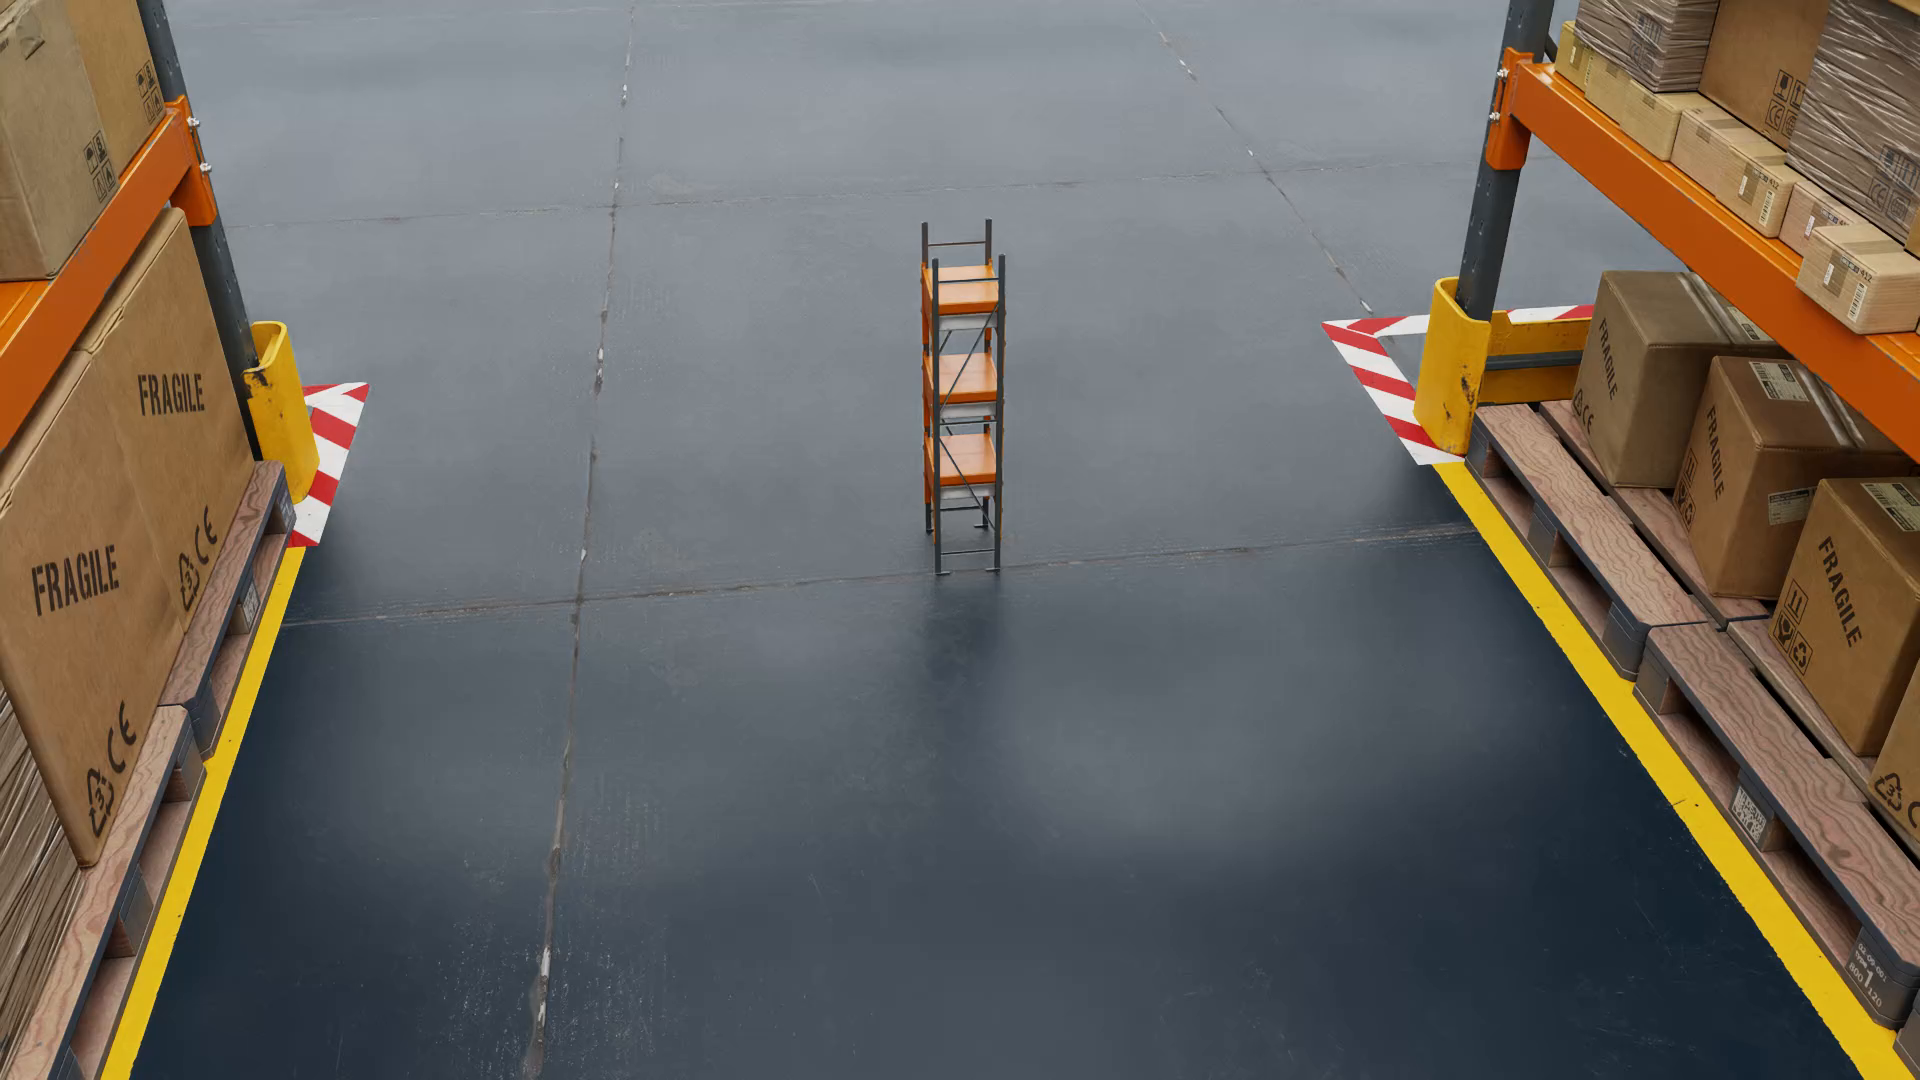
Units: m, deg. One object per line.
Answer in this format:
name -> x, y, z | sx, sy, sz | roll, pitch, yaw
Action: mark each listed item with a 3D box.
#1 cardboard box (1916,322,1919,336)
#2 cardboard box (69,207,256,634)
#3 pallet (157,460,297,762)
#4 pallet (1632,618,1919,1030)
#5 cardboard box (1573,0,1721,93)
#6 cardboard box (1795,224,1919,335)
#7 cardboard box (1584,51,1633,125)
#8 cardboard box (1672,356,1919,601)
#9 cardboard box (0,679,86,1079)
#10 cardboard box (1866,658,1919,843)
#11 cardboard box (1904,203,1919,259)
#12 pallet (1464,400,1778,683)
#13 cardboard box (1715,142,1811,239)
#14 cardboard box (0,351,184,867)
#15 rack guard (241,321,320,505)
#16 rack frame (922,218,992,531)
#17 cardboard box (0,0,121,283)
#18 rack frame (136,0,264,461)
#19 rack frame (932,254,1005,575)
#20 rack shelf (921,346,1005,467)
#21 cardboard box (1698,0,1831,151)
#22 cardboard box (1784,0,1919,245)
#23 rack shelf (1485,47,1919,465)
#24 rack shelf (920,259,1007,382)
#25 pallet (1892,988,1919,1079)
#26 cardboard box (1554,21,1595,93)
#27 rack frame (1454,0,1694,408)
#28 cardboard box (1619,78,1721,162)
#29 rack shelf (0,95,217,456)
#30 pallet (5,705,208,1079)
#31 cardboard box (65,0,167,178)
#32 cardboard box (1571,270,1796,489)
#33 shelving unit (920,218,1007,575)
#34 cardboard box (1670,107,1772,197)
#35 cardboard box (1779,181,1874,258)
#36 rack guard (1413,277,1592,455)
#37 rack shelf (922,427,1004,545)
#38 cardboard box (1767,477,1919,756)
cardboard box -> 2.267, -0.453, 3.475 | 0.380, 0.149, 0.250 | -4, 35, -6
cardboard box -> -2.578, -0.311, 4.557 | 0.875, 0.875, 0.875 | -4, 34, -6
pallet -> -2.550, 0.204, 4.764 | 1.003, 0.211, 1.213 | -4, 35, -6
pallet -> 2.439, 0.622, 4.150 | 1.003, 0.211, 1.213 | -4, 35, -6
cardboard box -> 2.241, -1.563, 4.528 | 0.875, 0.500, 0.500 | -4, 35, -6
cardboard box -> 2.102, -0.583, 3.665 | 0.380, 0.149, 0.250 | -4, 35, -6
cardboard box -> 2.011, -1.286, 4.697 | 0.380, 0.149, 0.250 | -4, 35, -6
cardboard box -> 2.376, -0.168, 4.680 | 0.500, 0.500, 0.500 | 4, 35, 6
cardboard box -> -2.337, 0.689, 3.090 | 0.875, 0.875, 0.875 | -4, 34, -6
cardboard box -> 2.472, 0.498, 3.703 | 0.500, 0.500, 0.500 | -7, 35, -11
cardboard box -> 2.507, -0.731, 3.307 | 0.875, 0.500, 0.500 | -4, 35, -6
pallet -> 2.278, -0.057, 5.147 | 1.003, 0.211, 1.213 | -4, 35, -6
cardboard box -> 2.110, -0.868, 4.083 | 0.380, 0.149, 0.250 | -4, 35, -6
cardboard box -> -2.458, 0.180, 3.836 | 0.875, 0.875, 0.875 | -5, 35, -7
rack guard -> -2.738, -0.369, 5.348 | 1.175, 0.500, 0.348 | -4, 35, -6
rack frame -> -0.009, -0.472, 5.010 | 0.200, 1.050, 0.008 | -4, 35, -6
cardboard box -> -2.544, -0.942, 3.835 | 0.875, 0.550, 0.550 | -4, 35, -6
rack frame -> -2.735, -1.389, 4.624 | 1.000, 3.000, 0.127 | -4, 35, -6
rack frame -> 0.024, -0.336, 4.811 | 0.200, 1.050, 0.008 | -4, 35, -6
rack shelf -> 0.007, -0.395, 4.916 | 0.215, 0.259, 0.240 | -4, 35, -6
cardboard box -> 2.427, -1.293, 4.132 | 0.875, 0.500, 0.500 | -4, 35, -6
cardboard box -> 2.451, -1.011, 3.717 | 0.875, 0.500, 0.500 | -4, 35, -6
rack shelf -> 2.463, -0.295, 3.658 | 1.077, 0.370, 4.000 | -4, 35, -6
rack shelf -> 0.007, -0.630, 4.757 | 0.215, 0.259, 0.240 | -4, 35, -6
pallet -> 2.607, 1.304, 3.149 | 1.003, 0.211, 1.213 | -4, 35, -6
cardboard box -> 1.996, -1.427, 4.904 | 0.380, 0.149, 0.250 | -4, 35, -6
rack frame -> 2.194, -1.708, 5.093 | 1.000, 3.000, 0.127 | -4, 35, -6
cardboard box -> 2.029, -1.146, 4.491 | 0.380, 0.149, 0.250 | -4, 35, -6
rack shelf -> -2.466, 0.024, 3.189 | 1.077, 0.370, 4.000 | -4, 35, -6
pallet -> -2.389, 0.883, 3.767 | 1.003, 0.211, 1.213 | -4, 35, -6
cardboard box -> -2.640, -1.247, 4.283 | 0.875, 0.550, 0.550 | -4, 35, -6
cardboard box -> 2.261, -0.499, 5.165 | 0.500, 0.500, 0.500 | 2, 34, 2
shelving unit -> 0.007, -0.404, 4.911 | 0.215, 1.050, 0.252 | -4, 35, -6
cardboard box -> 2.084, -1.008, 4.288 | 0.380, 0.149, 0.250 | -4, 35, -6
cardboard box -> 2.171, -0.730, 3.881 | 0.380, 0.149, 0.250 | -4, 35, -6
rack guard -> 2.204, -0.633, 5.735 | 1.175, 0.500, 0.348 | -4, 35, -6
rack shelf -> 0.007, -0.166, 5.073 | 0.215, 0.259, 0.240 | -4, 35, -6
cardboard box -> 2.441, 0.183, 4.165 | 0.500, 0.500, 0.500 | -1, 34, -2
